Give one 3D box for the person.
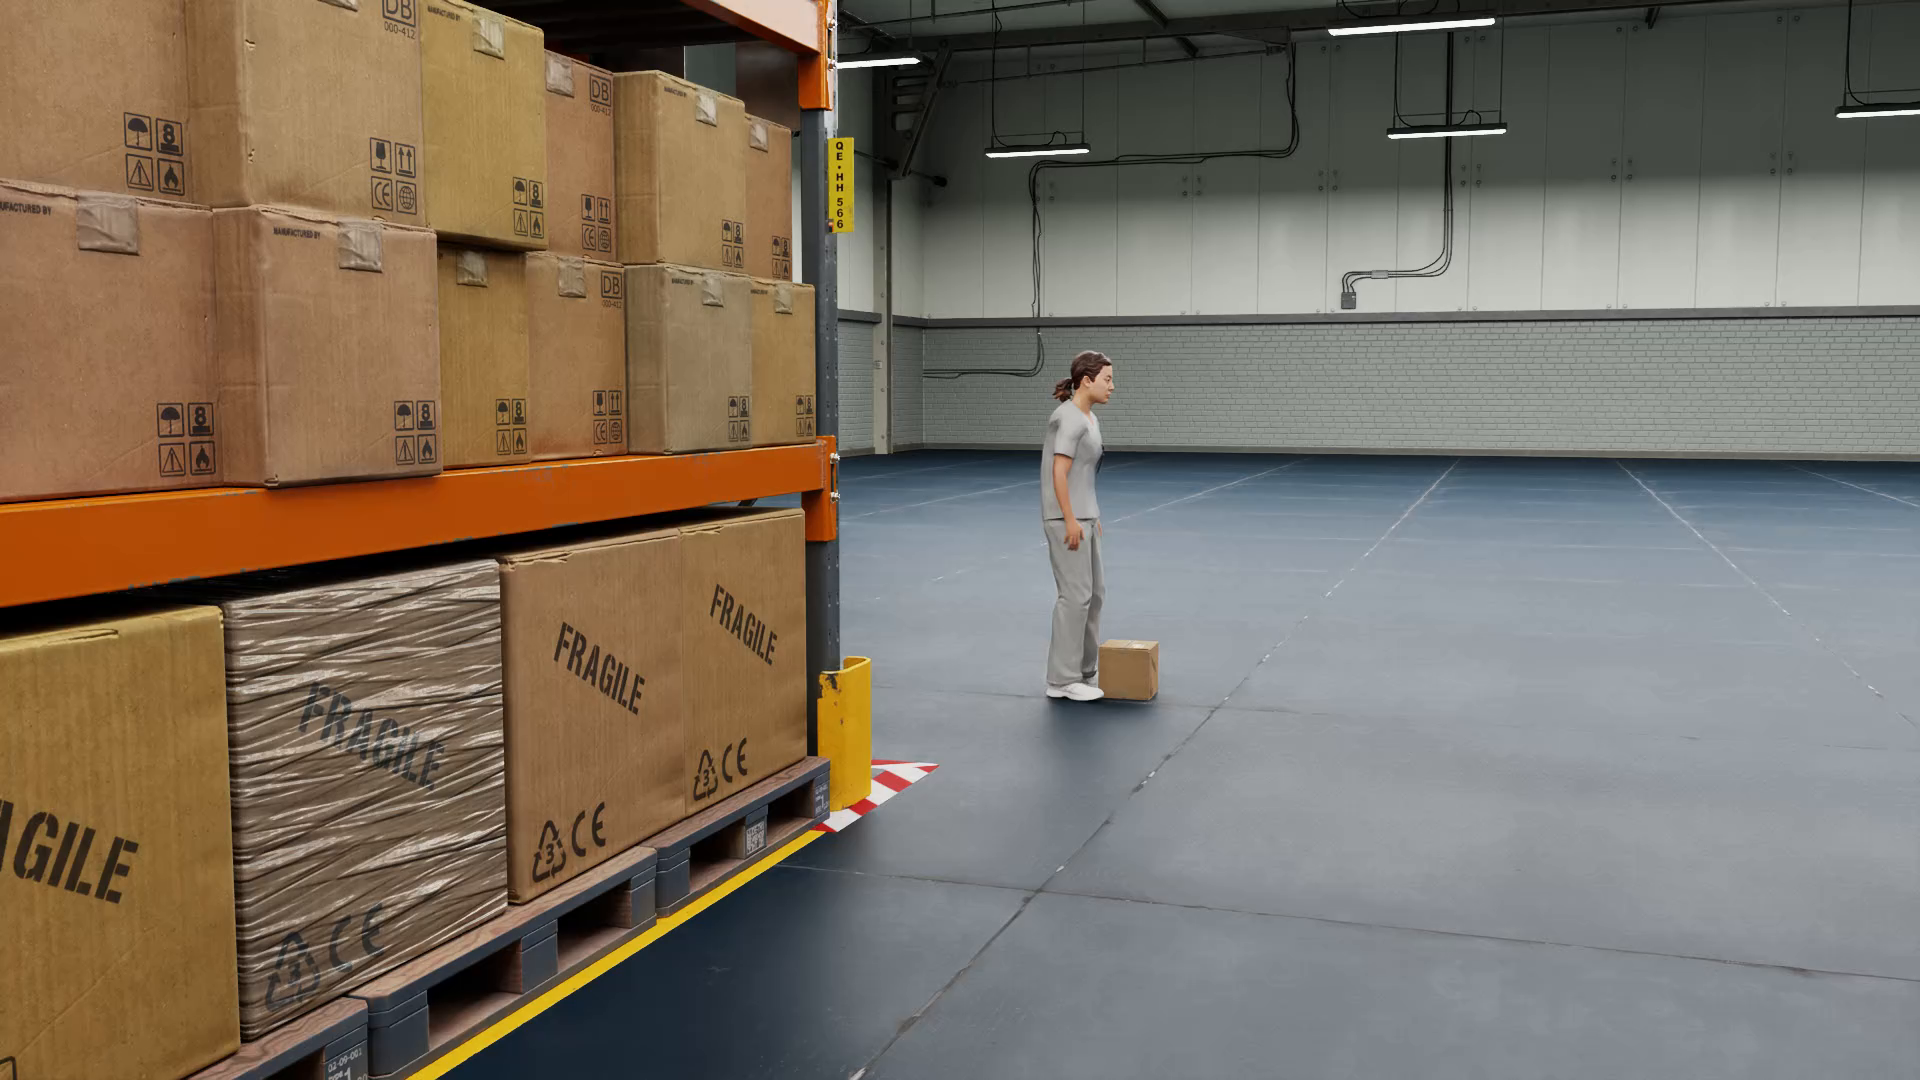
[{"bbox_3d":[0.581,-0.080,8.102,0.362,1.666,0.485,2,6,18],"label":"person"}]
